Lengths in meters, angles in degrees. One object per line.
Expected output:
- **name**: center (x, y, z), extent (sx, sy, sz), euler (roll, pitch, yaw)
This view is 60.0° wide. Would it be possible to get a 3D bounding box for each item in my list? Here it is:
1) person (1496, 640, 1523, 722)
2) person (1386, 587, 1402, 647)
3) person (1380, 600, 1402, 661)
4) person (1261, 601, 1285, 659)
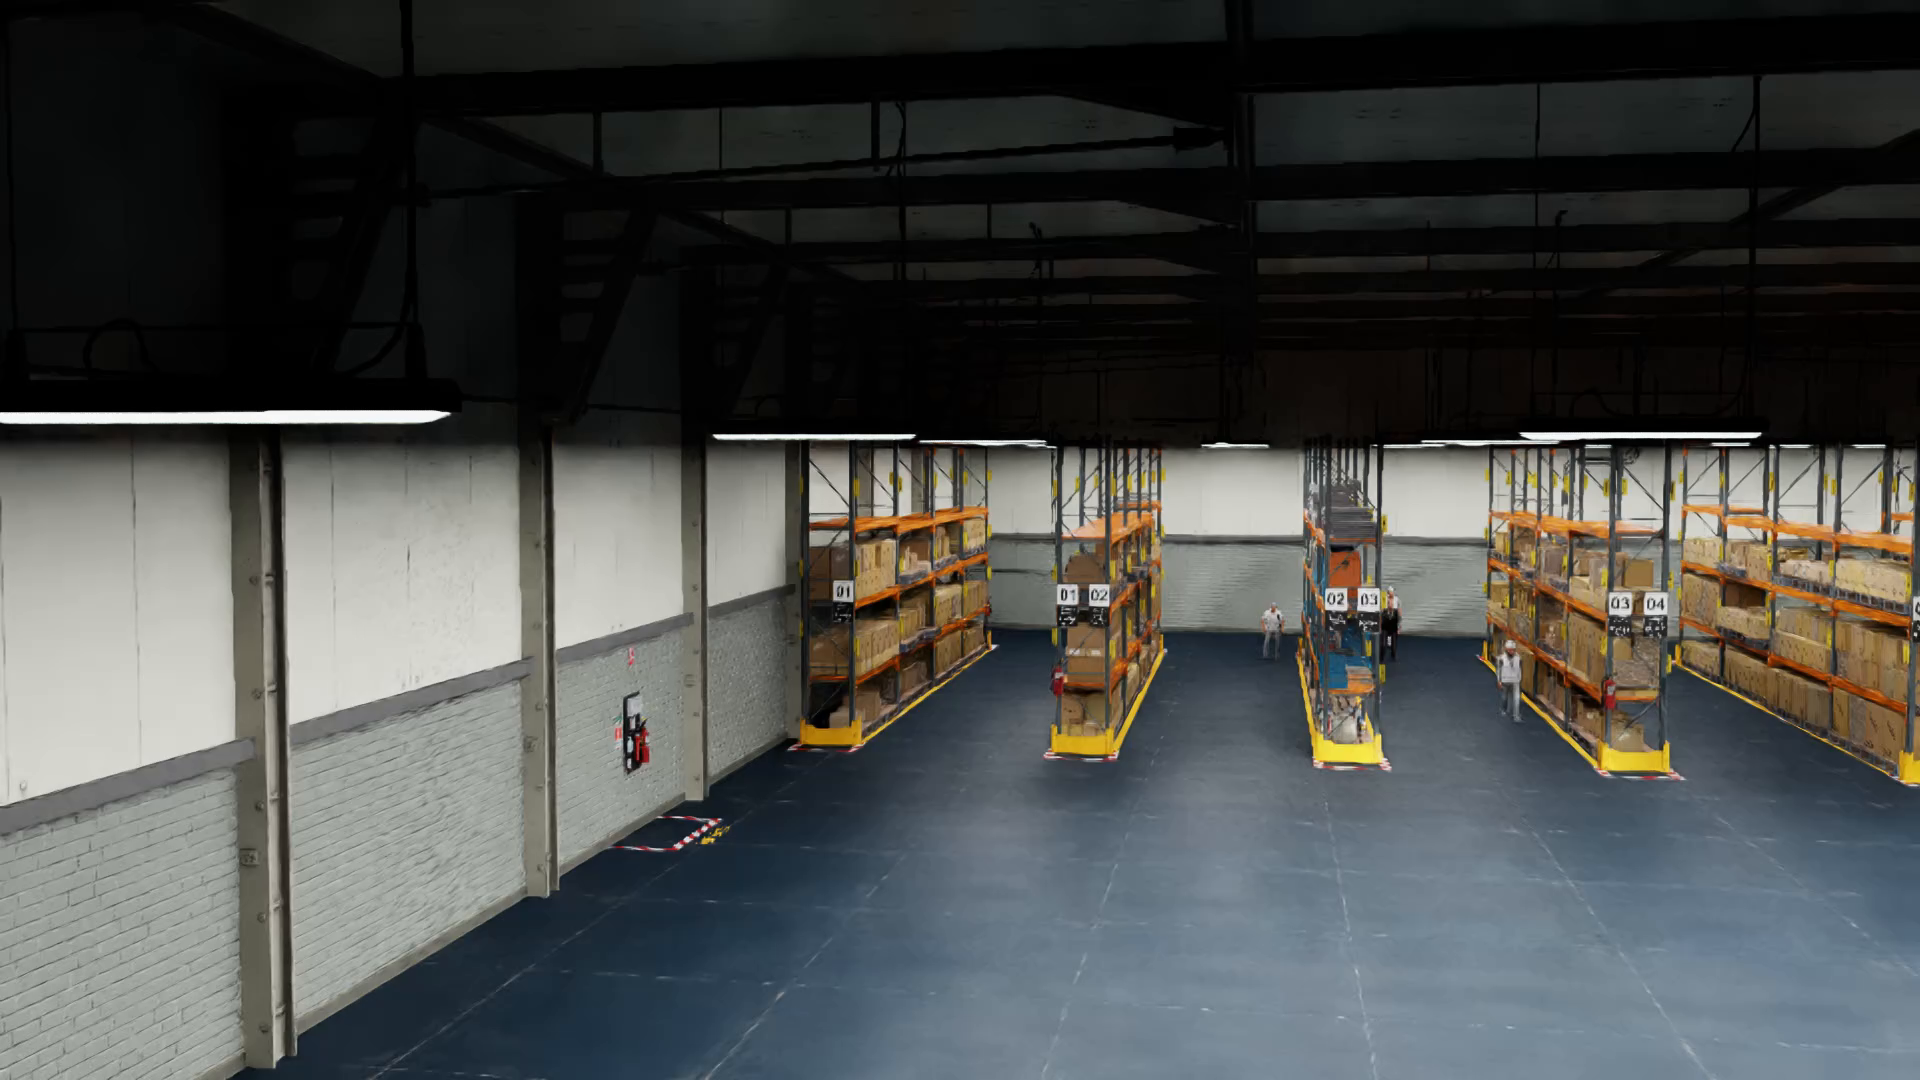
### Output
- **person**: center (11.630, 2.960, 35.192), extent (0.543, 1.698, 1.114), euler (1, 3, 13)
- **person**: center (12.574, 2.235, 48.468), extent (0.564, 1.736, 1.044), euler (1, 3, 9)
- **person**: center (11.633, 2.502, 45.059), extent (0.677, 1.586, 0.534), euler (0, 3, 8)
- **person**: center (8.550, 2.470, 45.446), extent (0.625, 1.611, 0.582), euler (0, 3, 9)
